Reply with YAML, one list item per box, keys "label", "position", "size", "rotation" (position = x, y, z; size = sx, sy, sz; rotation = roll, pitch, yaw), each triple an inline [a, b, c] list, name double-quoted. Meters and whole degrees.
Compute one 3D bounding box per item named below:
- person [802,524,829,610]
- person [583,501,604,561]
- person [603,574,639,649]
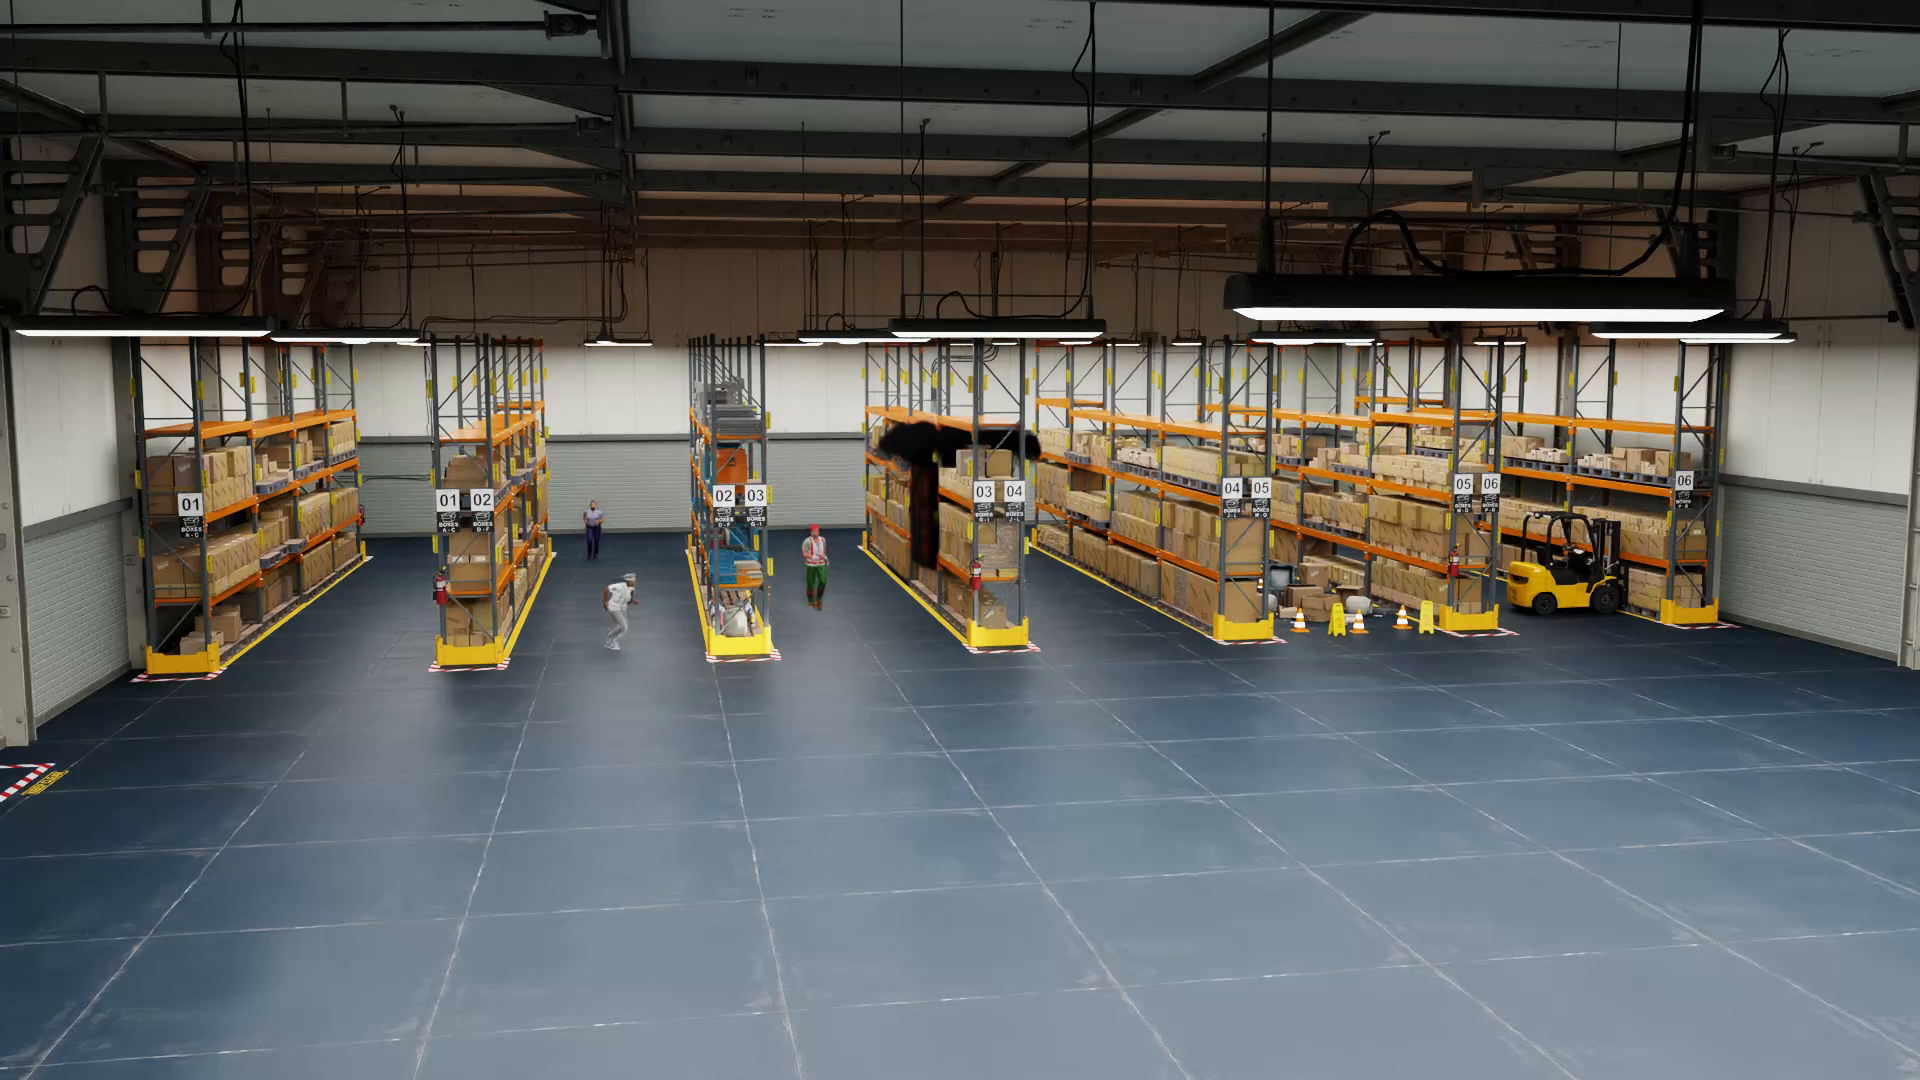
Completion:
- label: "person"
  position: [-3.005, 0.571, 34.865]
  size: [0.636, 1.822, 0.767]
  rotation: [-3, 7, -22]
- label: "person"
  position: [-9.947, -0.252, 45.204]
  size: [0.551, 1.657, 0.777]
  rotation: [-1, 7, -12]
- label: "person"
  position: [-6.476, 1.368, 31.589]
  size: [0.856, 1.493, 0.612]
  rotation: [4, 8, 32]
